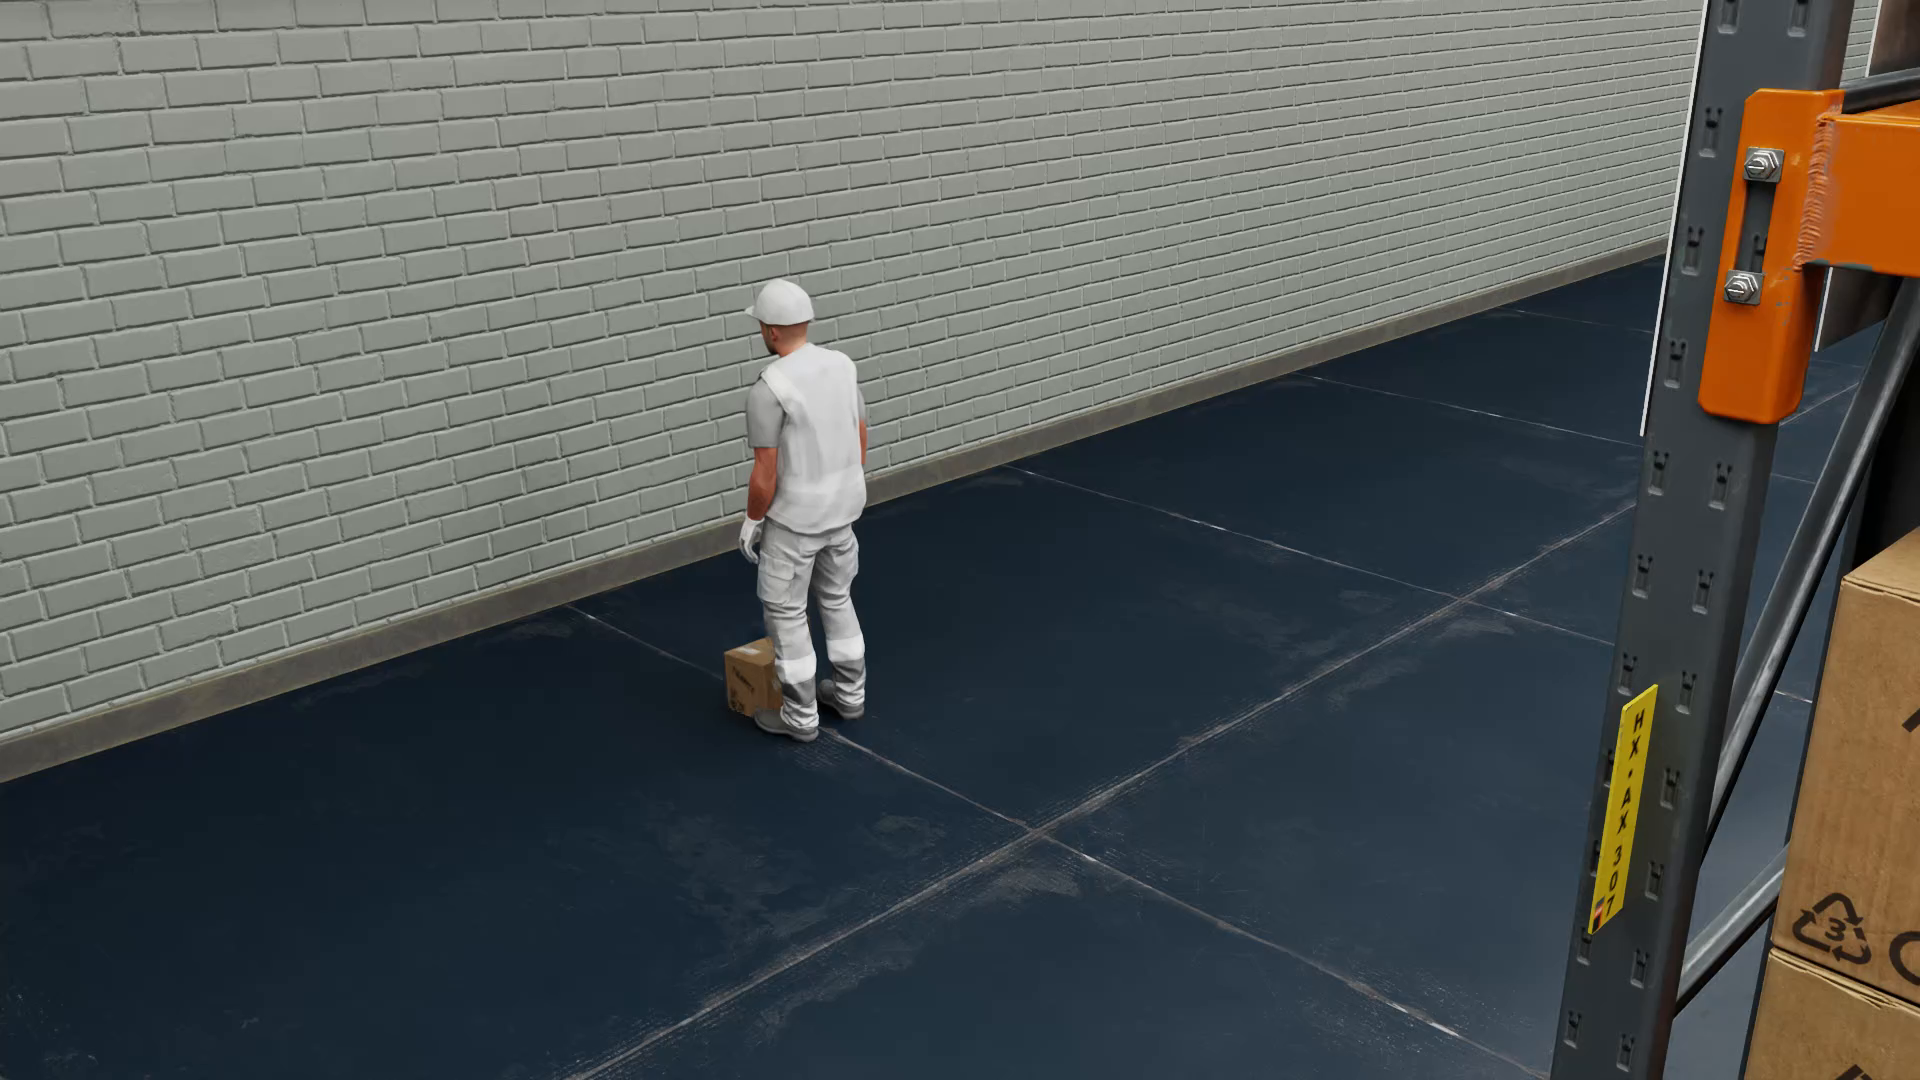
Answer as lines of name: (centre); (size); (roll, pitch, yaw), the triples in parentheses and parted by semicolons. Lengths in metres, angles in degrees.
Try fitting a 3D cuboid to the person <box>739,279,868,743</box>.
person: (-0.591, -0.100, 6.325); (0.441, 1.780, 0.579); (18, 27, 39)
